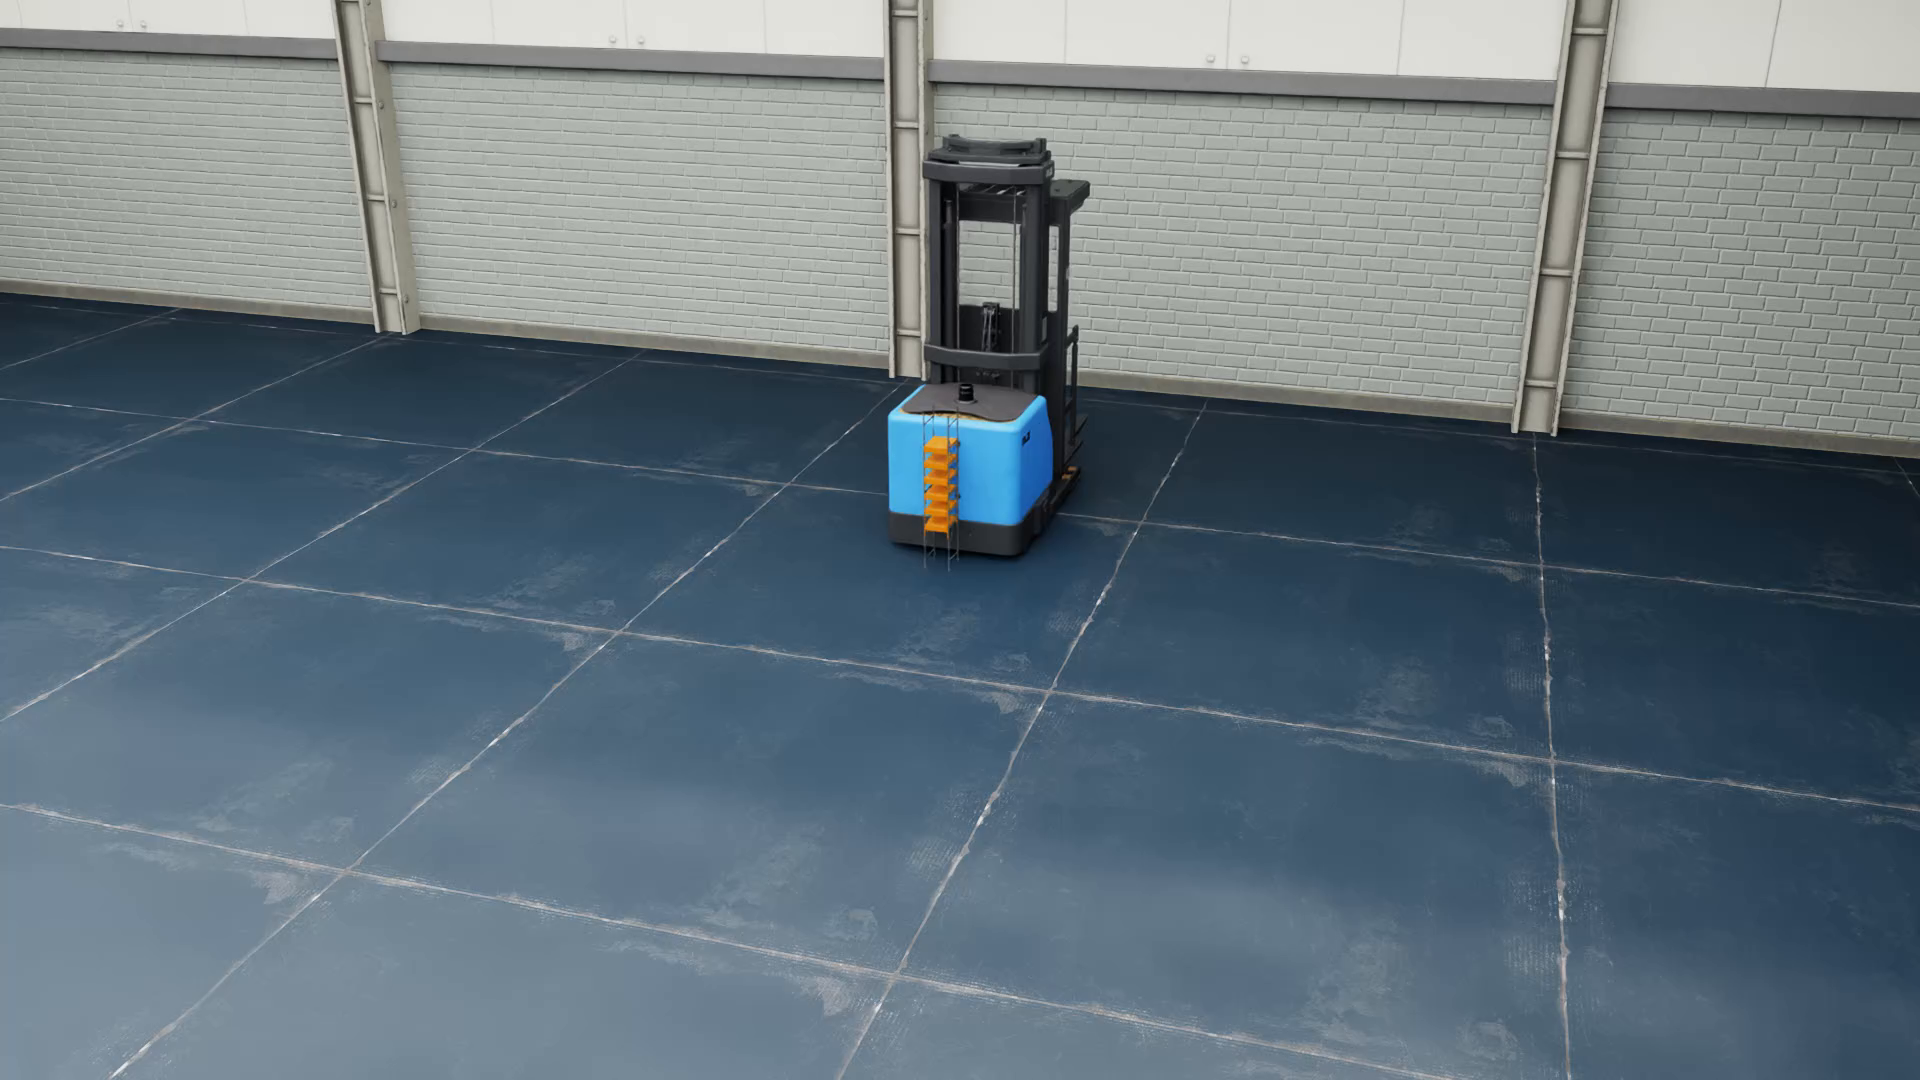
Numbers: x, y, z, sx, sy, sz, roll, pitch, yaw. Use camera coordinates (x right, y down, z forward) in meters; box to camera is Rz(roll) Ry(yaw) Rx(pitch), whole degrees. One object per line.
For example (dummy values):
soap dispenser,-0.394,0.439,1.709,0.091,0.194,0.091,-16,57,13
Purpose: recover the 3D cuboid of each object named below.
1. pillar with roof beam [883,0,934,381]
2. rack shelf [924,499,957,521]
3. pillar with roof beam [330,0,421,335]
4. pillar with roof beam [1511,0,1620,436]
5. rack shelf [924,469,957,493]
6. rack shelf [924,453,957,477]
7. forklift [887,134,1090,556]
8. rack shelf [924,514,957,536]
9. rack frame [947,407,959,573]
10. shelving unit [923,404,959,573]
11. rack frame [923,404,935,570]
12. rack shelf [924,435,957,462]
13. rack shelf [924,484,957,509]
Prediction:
pillar with roof beam,-1.726,-4.273,11.330,0.400,9.000,9.100,7,23,16
rack shelf,-0.136,-0.218,12.151,0.180,0.103,0.258,7,24,16
pillar with roof beam,-7.470,-4.931,12.933,0.400,9.000,9.100,7,23,16
pillar with roof beam,4.019,-3.615,9.726,0.400,9.000,9.100,7,23,16
rack shelf,-0.137,-0.439,12.059,0.180,0.103,0.258,7,24,16
rack shelf,-0.137,-0.550,12.013,0.180,0.103,0.258,7,24,16
forklift,0.378,-1.771,13.224,1.130,2.935,3.031,7,23,16
rack shelf,-0.136,-0.107,12.197,0.180,0.103,0.258,7,24,16
rack frame,-0.049,-0.359,12.063,0.006,1.200,0.240,7,24,16
shelving unit,-0.137,-0.370,12.088,0.189,1.200,0.258,7,24,16
rack frame,-0.224,-0.380,12.113,0.006,1.200,0.240,7,24,16
rack shelf,-0.137,-0.661,11.966,0.180,0.103,0.258,7,24,16
rack shelf,-0.137,-0.329,12.105,0.180,0.103,0.258,7,24,16
